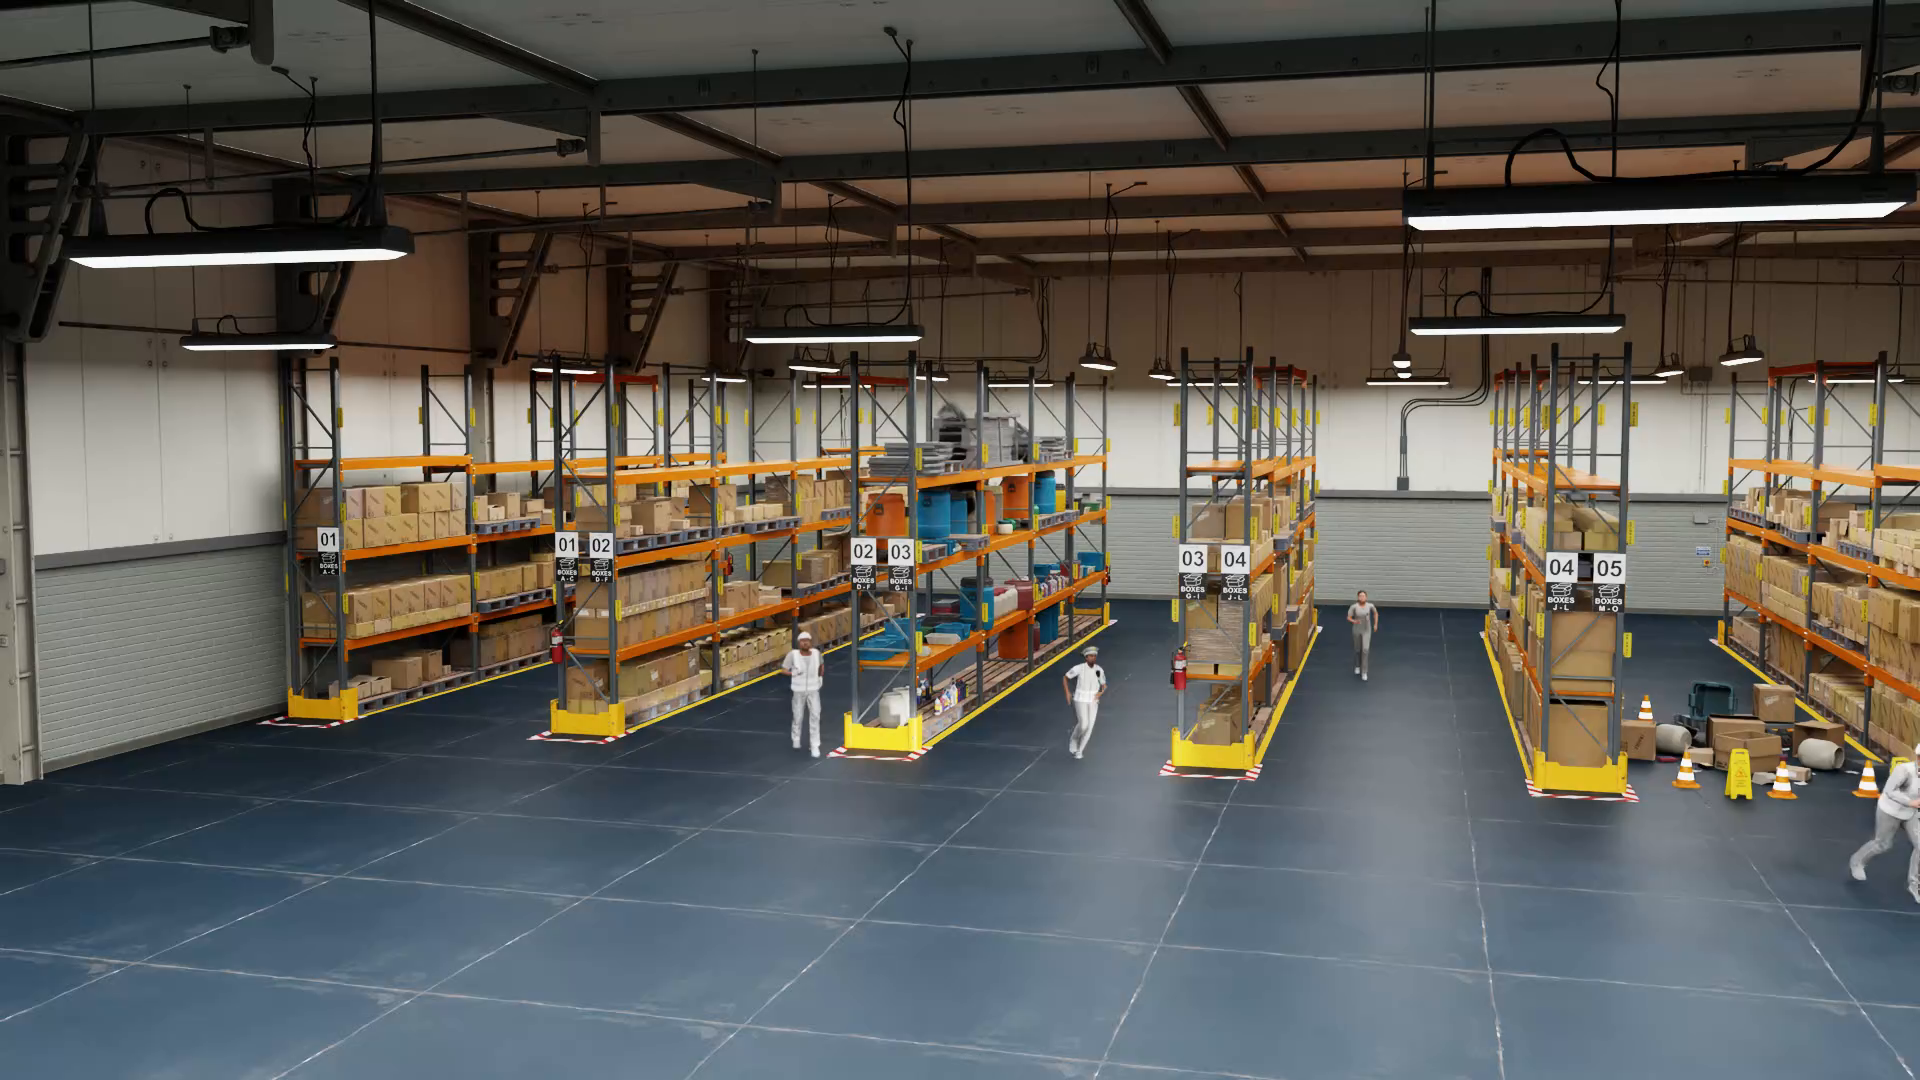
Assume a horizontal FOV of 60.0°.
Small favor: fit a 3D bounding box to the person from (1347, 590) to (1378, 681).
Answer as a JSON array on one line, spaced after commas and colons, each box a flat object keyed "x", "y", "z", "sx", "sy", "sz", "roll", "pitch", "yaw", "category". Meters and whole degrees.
[{"x": 7.756, "y": 1.819, "z": 32.078, "sx": 0.580, "sy": 1.725, "sz": 0.814, "roll": 1, "pitch": 4, "yaw": 12, "category": "person"}]

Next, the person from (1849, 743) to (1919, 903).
[{"x": 9.846, "y": 2.903, "z": 17.470, "sx": 0.701, "sy": 1.733, "sz": 1.044, "roll": -2, "pitch": 5, "yaw": -21, "category": "person"}]

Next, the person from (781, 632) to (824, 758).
[{"x": -2.326, "y": 2.285, "z": 24.780, "sx": 0.677, "sy": 1.845, "sz": 0.778, "roll": -1, "pitch": 4, "yaw": -13, "category": "person"}]

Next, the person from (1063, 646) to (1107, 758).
[{"x": 1.881, "y": 2.391, "z": 24.475, "sx": 0.611, "sy": 1.652, "sz": 0.541, "roll": -1, "pitch": 4, "yaw": -18, "category": "person"}]
